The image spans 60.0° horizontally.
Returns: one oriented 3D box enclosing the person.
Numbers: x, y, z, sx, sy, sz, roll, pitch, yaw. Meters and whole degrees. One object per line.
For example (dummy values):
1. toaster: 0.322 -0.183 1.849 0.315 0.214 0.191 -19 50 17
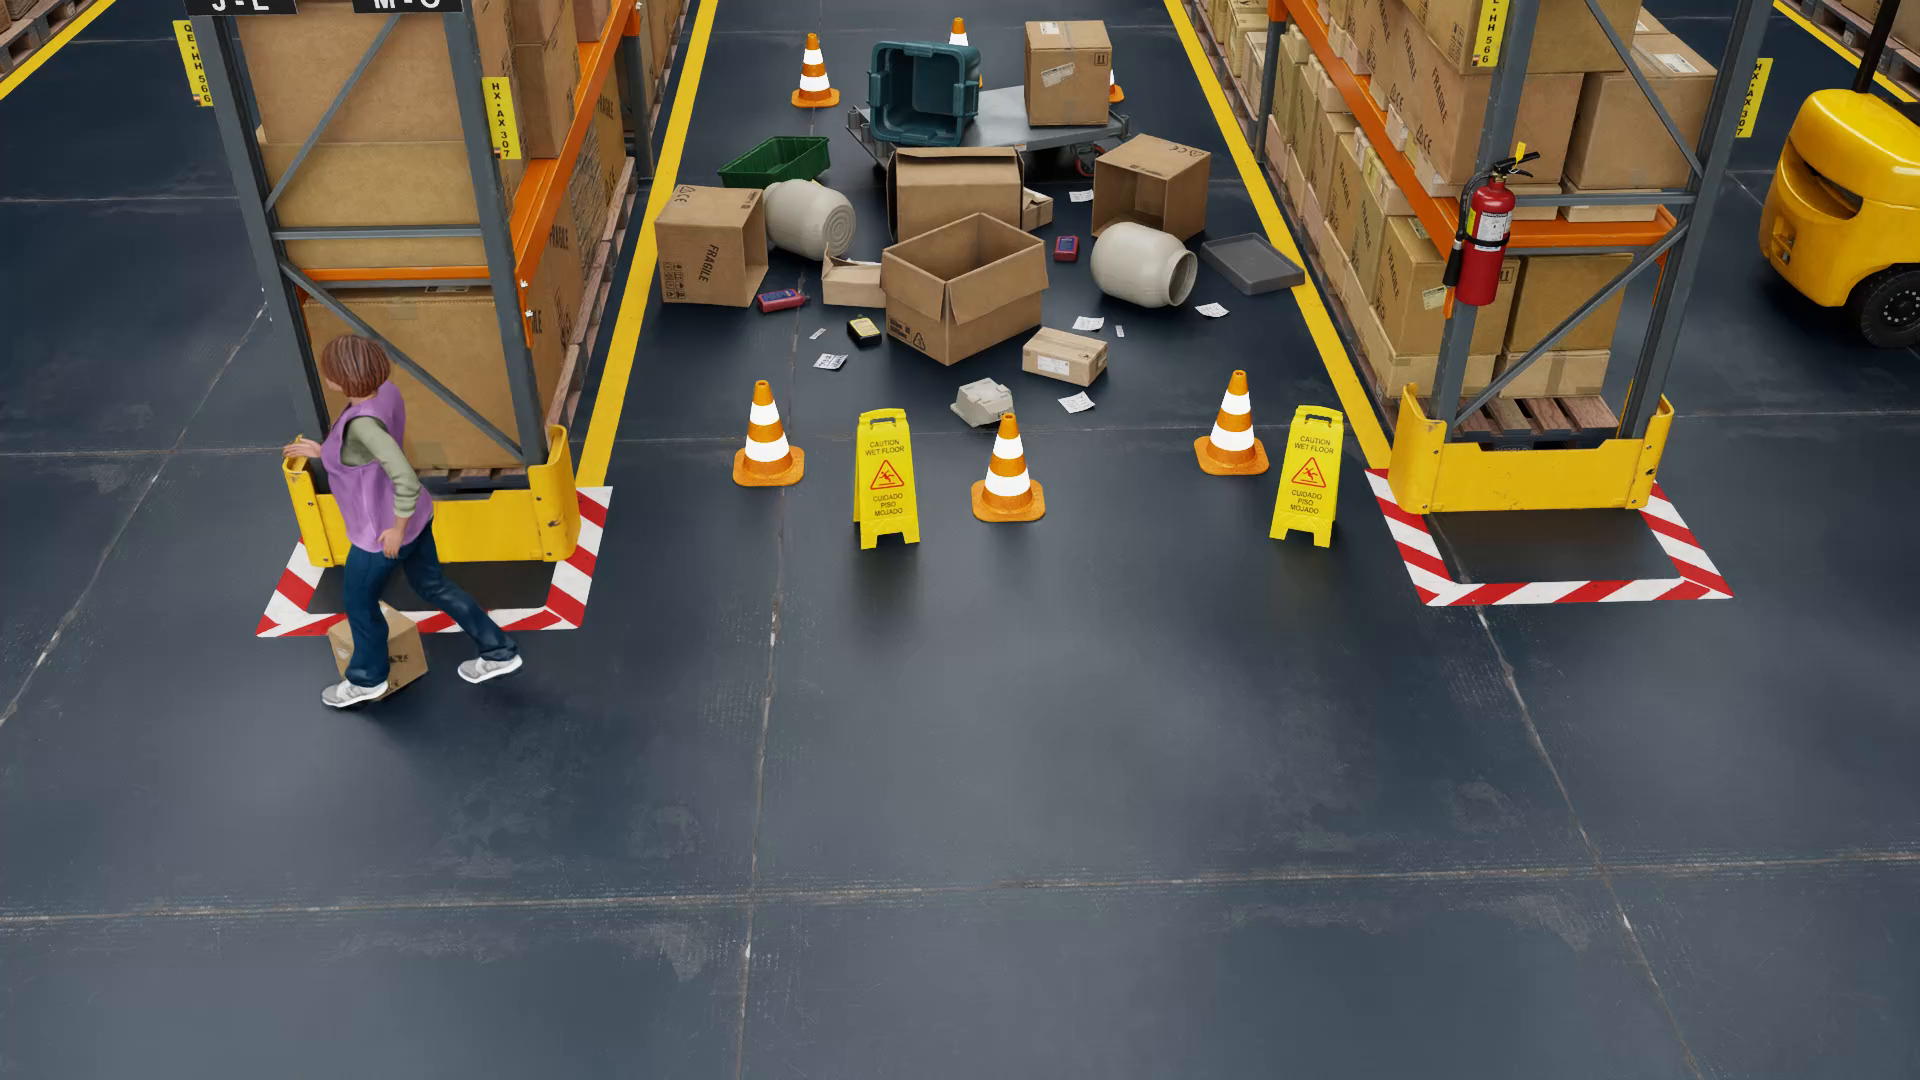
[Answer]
1. person: -2.134 -0.042 6.177 0.782 1.598 0.532 2 36 3
